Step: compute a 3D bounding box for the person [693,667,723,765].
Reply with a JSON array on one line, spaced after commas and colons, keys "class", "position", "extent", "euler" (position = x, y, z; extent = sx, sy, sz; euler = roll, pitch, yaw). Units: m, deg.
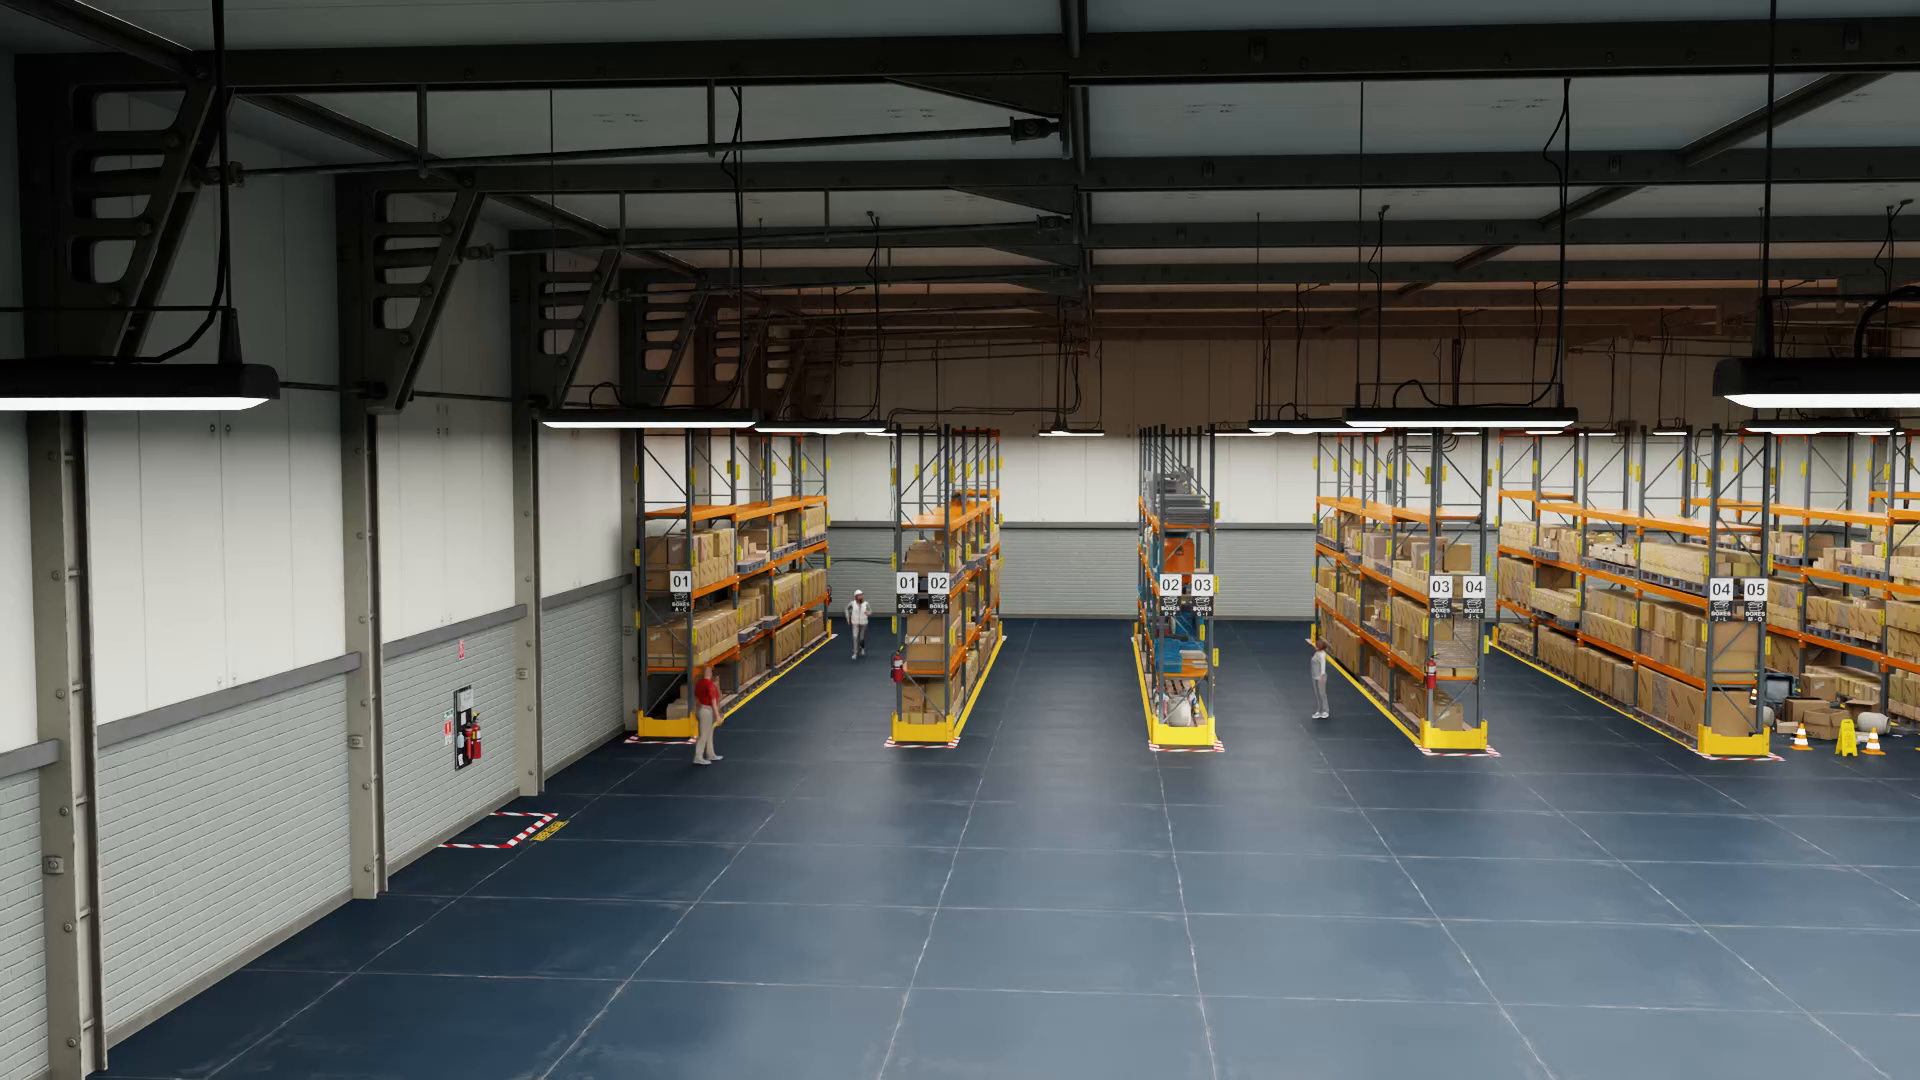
[{"class": "person", "position": [-4.416, 3.080, 29.325], "extent": [0.603, 1.713, 0.598], "euler": [-2, 4, -24]}]

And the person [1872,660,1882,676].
[{"class": "person", "position": [21.327, 2.537, 38.700], "extent": [0.392, 1.695, 0.535], "euler": [3, 5, 41]}]

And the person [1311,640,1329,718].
[{"class": "person", "position": [7.400, 2.855, 34.097], "extent": [0.372, 1.619, 0.470], "euler": [-1, 4, -13]}]

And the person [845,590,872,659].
[{"class": "person", "position": [-2.654, 2.177, 43.327], "extent": [0.719, 1.741, 0.995], "euler": [0, 3, 2]}]

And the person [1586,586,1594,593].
[{"class": "person", "position": [17.147, 2.113, 45.353], "extent": [0.422, 1.719, 0.585], "euler": [1, 4, 21]}]
